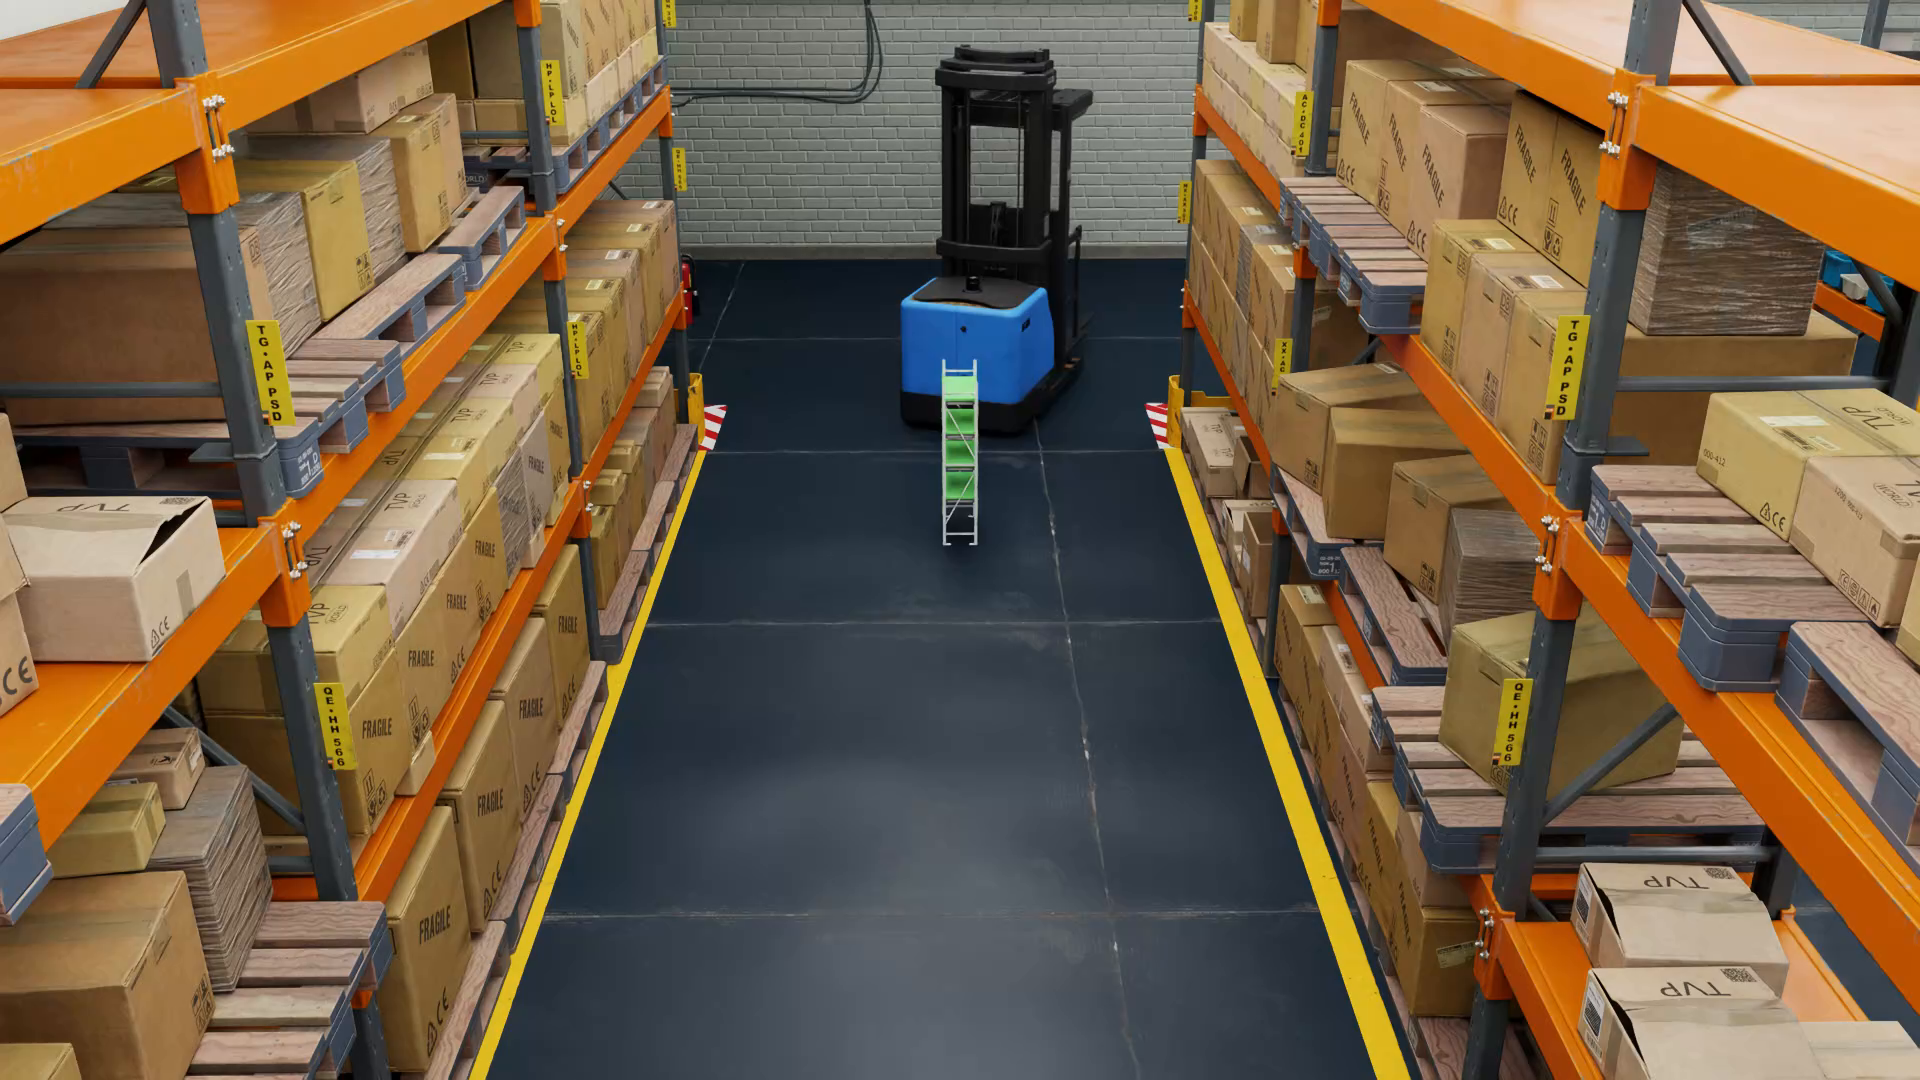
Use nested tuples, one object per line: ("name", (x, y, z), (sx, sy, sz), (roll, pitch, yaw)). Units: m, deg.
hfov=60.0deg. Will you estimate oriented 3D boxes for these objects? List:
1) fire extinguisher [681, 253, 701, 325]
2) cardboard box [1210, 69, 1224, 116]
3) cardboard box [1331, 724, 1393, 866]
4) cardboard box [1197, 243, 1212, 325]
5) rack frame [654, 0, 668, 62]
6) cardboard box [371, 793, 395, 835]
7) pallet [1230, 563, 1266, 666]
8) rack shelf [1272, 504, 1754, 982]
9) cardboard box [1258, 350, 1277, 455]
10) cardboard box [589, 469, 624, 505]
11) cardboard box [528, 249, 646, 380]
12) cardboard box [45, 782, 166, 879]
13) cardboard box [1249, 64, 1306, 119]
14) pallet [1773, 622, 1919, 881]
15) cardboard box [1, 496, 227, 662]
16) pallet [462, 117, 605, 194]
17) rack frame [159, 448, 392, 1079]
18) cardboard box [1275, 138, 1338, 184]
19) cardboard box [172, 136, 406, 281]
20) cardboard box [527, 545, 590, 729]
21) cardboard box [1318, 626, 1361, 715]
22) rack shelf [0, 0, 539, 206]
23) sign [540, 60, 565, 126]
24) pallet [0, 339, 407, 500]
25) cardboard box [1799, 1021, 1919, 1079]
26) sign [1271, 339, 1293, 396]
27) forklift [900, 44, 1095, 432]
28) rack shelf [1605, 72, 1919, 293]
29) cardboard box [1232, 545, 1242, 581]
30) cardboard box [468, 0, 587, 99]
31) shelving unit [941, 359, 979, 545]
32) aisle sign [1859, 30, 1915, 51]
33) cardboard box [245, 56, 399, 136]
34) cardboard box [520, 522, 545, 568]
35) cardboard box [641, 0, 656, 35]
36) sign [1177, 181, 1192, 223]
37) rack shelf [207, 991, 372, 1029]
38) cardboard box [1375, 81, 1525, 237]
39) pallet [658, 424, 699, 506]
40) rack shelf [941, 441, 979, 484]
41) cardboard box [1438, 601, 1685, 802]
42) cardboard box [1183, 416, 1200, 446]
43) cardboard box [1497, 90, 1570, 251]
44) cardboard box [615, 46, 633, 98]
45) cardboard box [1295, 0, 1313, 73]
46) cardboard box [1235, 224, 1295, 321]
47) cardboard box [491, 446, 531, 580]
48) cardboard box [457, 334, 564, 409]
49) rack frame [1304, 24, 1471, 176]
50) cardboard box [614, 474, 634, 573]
("fire extinguisher", (-2.218, -2.046, 13.179), (0.296, 0.674, 0.183), (0, 24, -1))
("cardboard box", (2.020, -3.090, 11.483), (0.500, 0.250, 0.500), (0, 24, -1))
("cardboard box", (2.101, 1.211, 7.932), (0.500, 0.500, 0.500), (-1, 24, -3))
("cardboard box", (2.028, -1.859, 12.099), (0.500, 0.500, 0.500), (0, 24, -1))
("rack frame", (-2.678, -4.920, 11.708), (1.000, 3.000, 0.127), (0, 24, -1))
("cardboard box", (-2.356, 0.975, 6.235), (0.380, 0.149, 0.250), (0, 24, 0))
("pallet", (2.313, 0.426, 10.553), (1.003, 0.211, 1.213), (0, 24, -1))
("rack shelf", (2.341, 0.590, 7.679), (1.077, 0.370, 4.000), (0, 24, -1))
("cardboard box", (2.057, -0.812, 9.785), (0.500, 0.500, 0.500), (0, 24, 0))
("cardboard box", (-2.361, -0.337, 10.591), (0.380, 0.149, 0.250), (1, 24, 1))
("cardboard box", (-2.644, -1.499, 11.060), (0.980, 0.700, 0.700), (-1, 24, -3))
("cardboard box", (-2.538, 0.843, 4.804), (0.380, 0.149, 0.250), (-4, 25, -9))
("cardboard box", (2.037, -2.699, 10.014), (0.500, 0.250, 0.500), (0, 24, -1))
("pallet", (2.475, 0.546, 3.493), (1.003, 0.211, 1.213), (1, 24, 2))
("cardboard box", (-2.313, 0.070, 4.398), (0.500, 0.311, 0.500), (0, 24, -1))
("pallet", (-2.632, -2.202, 9.446), (1.003, 0.211, 1.213), (0, 24, -1))
("rack frame", (-2.590, 1.110, 5.656), (1.000, 3.000, 0.127), (0, 24, -1))
("cardboard box", (2.048, -2.060, 9.206), (0.500, 0.250, 0.500), (0, 24, -1))
("cardboard box", (-2.722, -1.352, 6.804), (0.700, 0.500, 0.500), (0, 24, -1))
("cardboard box", (-2.497, 0.517, 9.065), (0.750, 0.750, 0.750), (0, 24, 0))
("cardboard box", (2.092, 0.647, 8.268), (0.500, 0.250, 0.500), (0, 24, 0))
("rack shelf", (-2.612, -1.937, 6.472), (1.077, 0.370, 4.000), (0, 24, -1))
("sign", (-2.092, -2.290, 8.525), (0.100, 0.325, 0.005), (0, 24, -1))
("pallet", (-2.650, -0.436, 5.662), (1.213, 0.211, 1.003), (1, 24, 2))
("cardboard box", (2.649, 1.570, 4.943), (0.380, 0.149, 0.250), (0, 24, -1))
("sign", (1.777, -0.951, 9.162), (0.100, 0.325, 0.005), (0, 24, -1))
("forklift", (0.480, -2.793, 14.368), (1.130, 2.935, 3.031), (8, 26, 18))
("rack shelf", (2.385, -0.313, 2.880), (1.077, 0.370, 4.000), (0, 24, -1))
("cardboard box", (1.965, 0.149, 10.707), (0.380, 0.149, 0.250), (0, 24, -1))
("cardboard box", (-2.361, -2.710, 9.103), (0.500, 0.500, 0.500), (0, 24, -1))
("shelving unit", (-0.002, -0.615, 11.654), (0.258, 1.200, 0.503), (0, 24, -1))
("aisle sign", (6.931, -3.444, 12.570), (0.394, 0.787, 0.004), (0, 24, -1))
("cardboard box", (-2.735, -1.902, 7.110), (0.500, 0.250, 0.500), (-1, 24, -2))
("cardboard box", (-2.301, 0.025, 8.336), (0.380, 0.149, 0.250), (0, 24, -1))
("cardboard box", (-2.397, -3.763, 11.431), (0.500, 0.500, 0.500), (0, 24, -1))
("sign", (1.733, -2.602, 12.813), (0.100, 0.325, 0.005), (0, 24, -1))
("rack shelf", (-2.569, 2.262, 3.982), (1.077, 0.370, 4.000), (0, 24, -1))
("cardboard box", (2.281, -1.728, 7.538), (0.600, 0.600, 0.600), (-1, 24, -1))
("pallet", (-2.591, -0.587, 12.791), (1.003, 0.211, 1.213), (0, 24, -1))
("rack shelf", (-0.002, -0.557, 11.680), (0.258, 0.148, 0.480), (0, 24, -1))
("cardboard box", (2.243, 0.590, 6.174), (0.700, 0.500, 0.500), (-9, 26, -18))
("cardboard box", (1.939, -0.843, 12.877), (0.380, 0.166, 0.250), (0, 24, -1))
("cardboard box", (2.353, -1.382, 6.190), (0.500, 0.500, 0.500), (0, 24, -1))
("cardboard box", (-2.387, -2.992, 10.637), (0.500, 0.250, 0.500), (-1, 24, -2))
("cardboard box", (2.401, -3.043, 9.863), (0.700, 0.500, 0.500), (0, 24, -1))
("cardboard box", (2.041, -1.689, 10.510), (0.500, 0.500, 0.500), (0, 24, 0))
("cardboard box", (-2.364, -0.122, 7.873), (0.500, 0.500, 0.500), (0, 24, 0))
("cardboard box", (-2.373, -0.879, 8.636), (0.500, 0.250, 0.500), (0, 24, 1))
("rack frame", (2.319, -3.295, 8.116), (1.000, 3.000, 0.127), (0, 24, -1))
("cardboard box", (-2.542, -0.106, 10.869), (0.700, 0.500, 0.500), (0, 24, -1))
